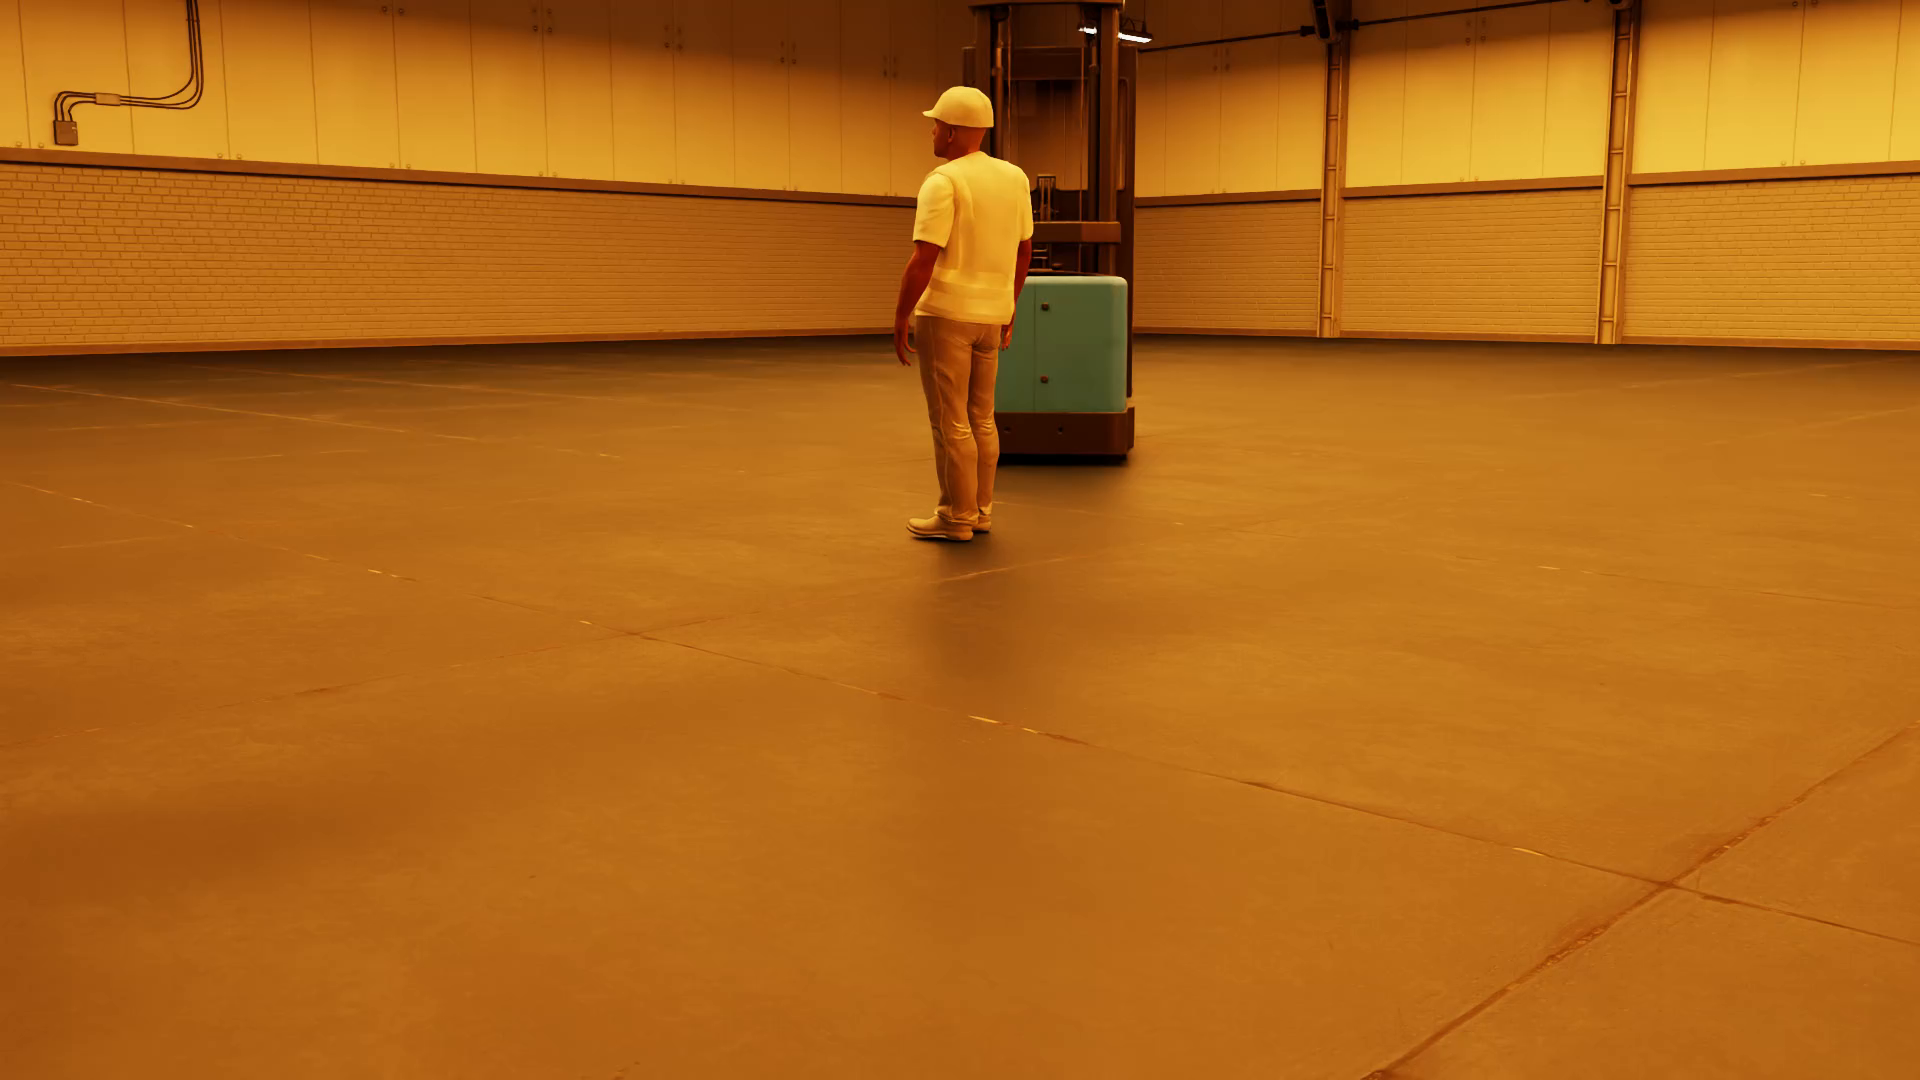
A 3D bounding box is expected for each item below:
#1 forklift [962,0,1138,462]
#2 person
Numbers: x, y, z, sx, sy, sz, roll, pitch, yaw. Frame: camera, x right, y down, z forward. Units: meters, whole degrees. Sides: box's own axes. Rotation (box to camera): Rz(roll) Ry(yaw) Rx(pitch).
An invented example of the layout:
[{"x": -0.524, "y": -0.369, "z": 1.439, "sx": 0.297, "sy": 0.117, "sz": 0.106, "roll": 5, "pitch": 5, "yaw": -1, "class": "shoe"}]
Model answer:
[{"x": 0.585, "y": -2.090, "z": 10.757, "sx": 1.130, "sy": 2.935, "sz": 3.031, "roll": 1, "pitch": 9, "yaw": 6, "class": "forklift"}, {"x": -0.046, "y": -0.885, "z": 6.637, "sx": 0.575, "sy": 1.762, "sz": 0.665, "roll": 8, "pitch": 12, "yaw": 43, "class": "person"}]
